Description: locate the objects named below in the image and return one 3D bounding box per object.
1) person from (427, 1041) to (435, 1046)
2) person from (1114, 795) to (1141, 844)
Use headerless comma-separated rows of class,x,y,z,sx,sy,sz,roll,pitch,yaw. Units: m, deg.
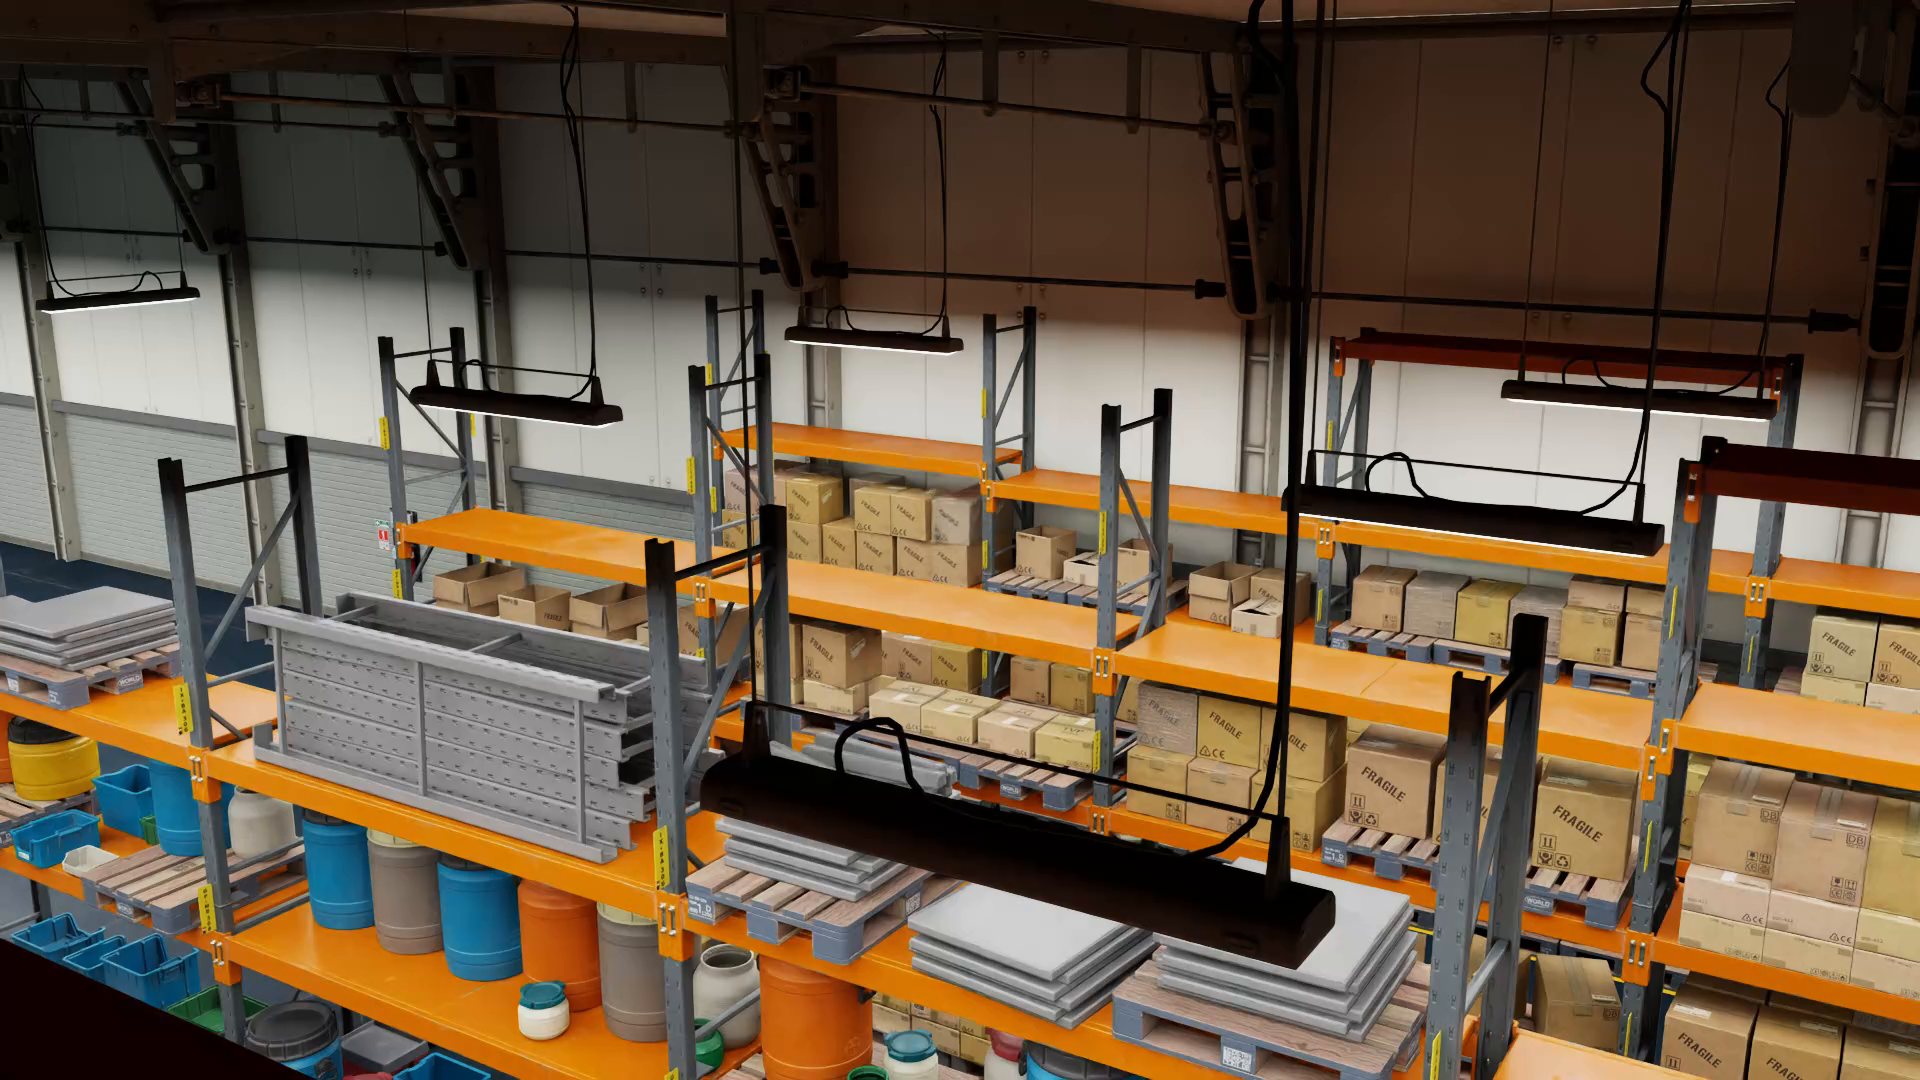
person,-4.953,3.682,14.808,0.537,1.719,0.565,9,16,32
person,1.686,3.045,17.211,0.969,1.748,0.539,5,15,19
